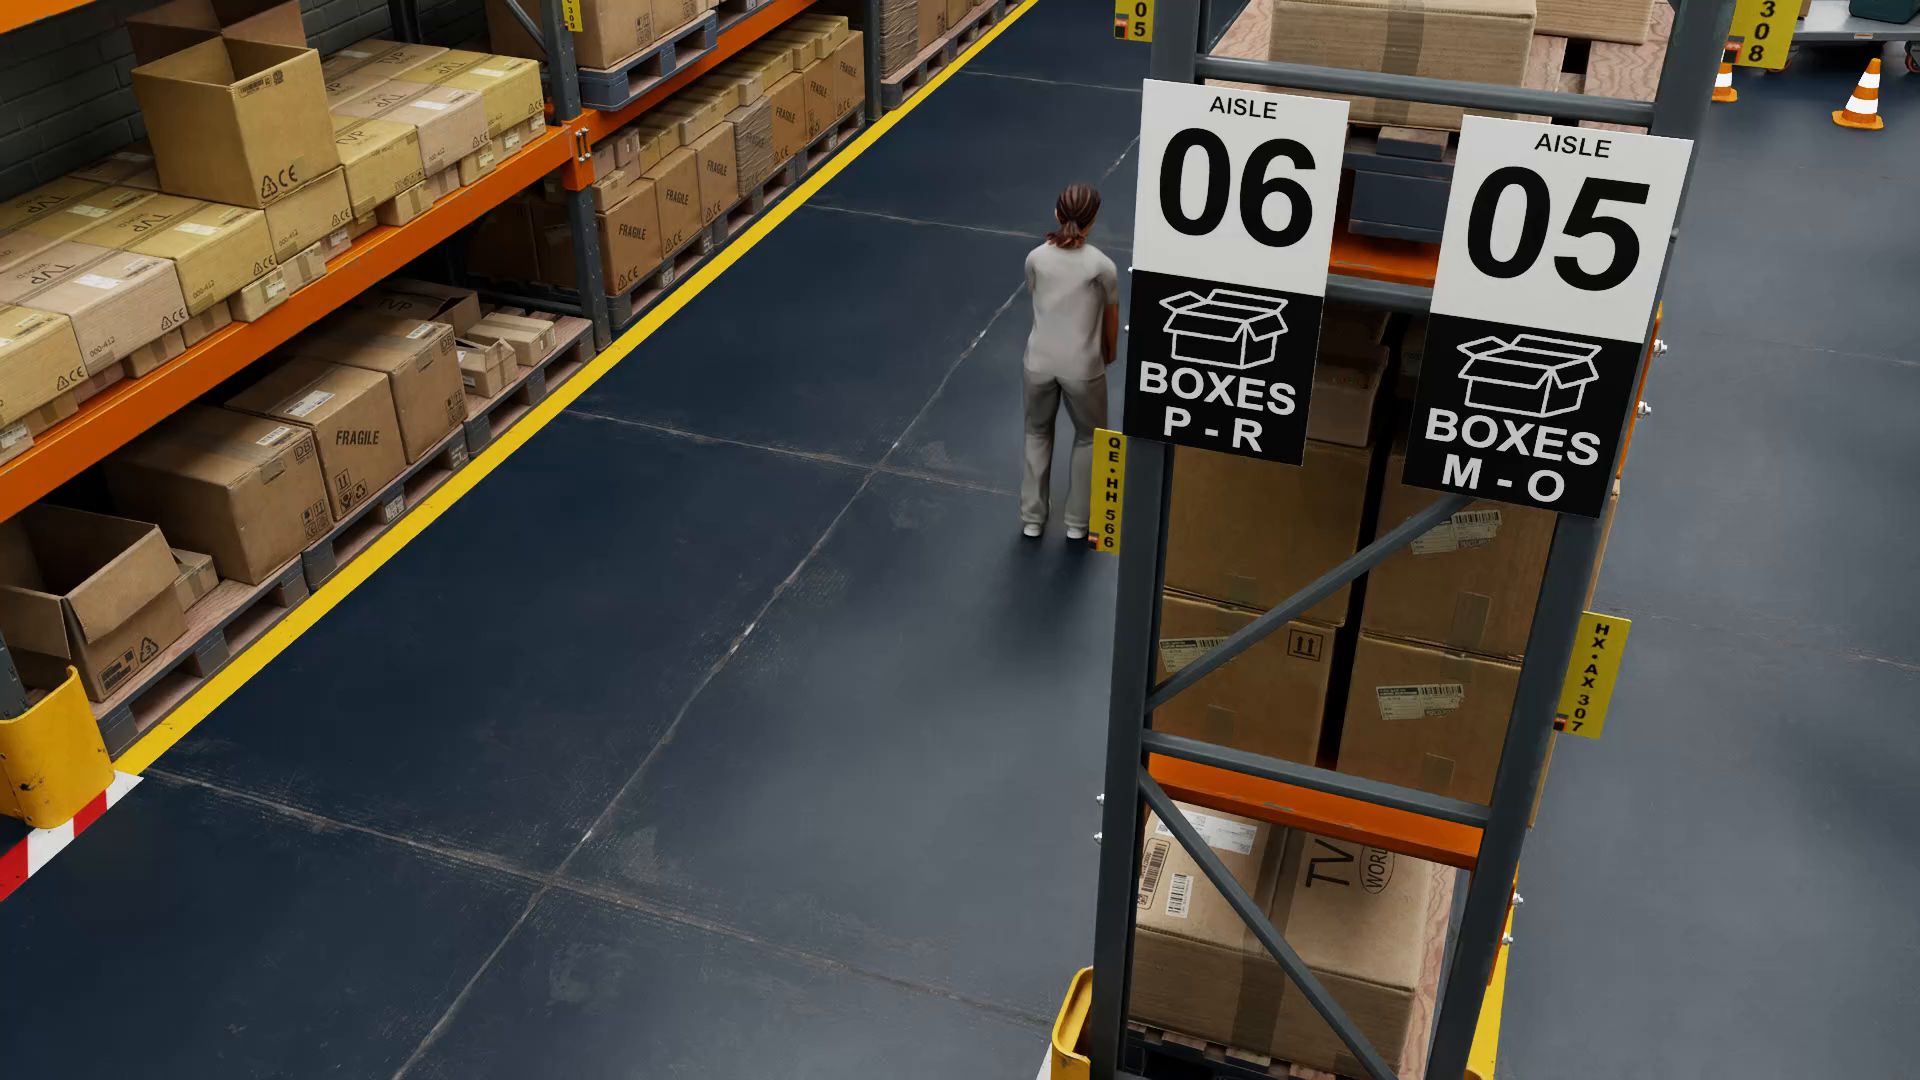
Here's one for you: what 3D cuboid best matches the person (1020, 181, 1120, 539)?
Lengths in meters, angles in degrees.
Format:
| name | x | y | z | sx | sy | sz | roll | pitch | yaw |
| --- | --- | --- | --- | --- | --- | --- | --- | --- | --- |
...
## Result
| name | x | y | z | sx | sy | sz | roll | pitch | yaw |
| --- | --- | --- | --- | --- | --- | --- | --- | --- | --- |
| person | 0.482 | -0.787 | 7.369 | 0.410 | 1.646 | 0.523 | 11 | 35 | 16 |
